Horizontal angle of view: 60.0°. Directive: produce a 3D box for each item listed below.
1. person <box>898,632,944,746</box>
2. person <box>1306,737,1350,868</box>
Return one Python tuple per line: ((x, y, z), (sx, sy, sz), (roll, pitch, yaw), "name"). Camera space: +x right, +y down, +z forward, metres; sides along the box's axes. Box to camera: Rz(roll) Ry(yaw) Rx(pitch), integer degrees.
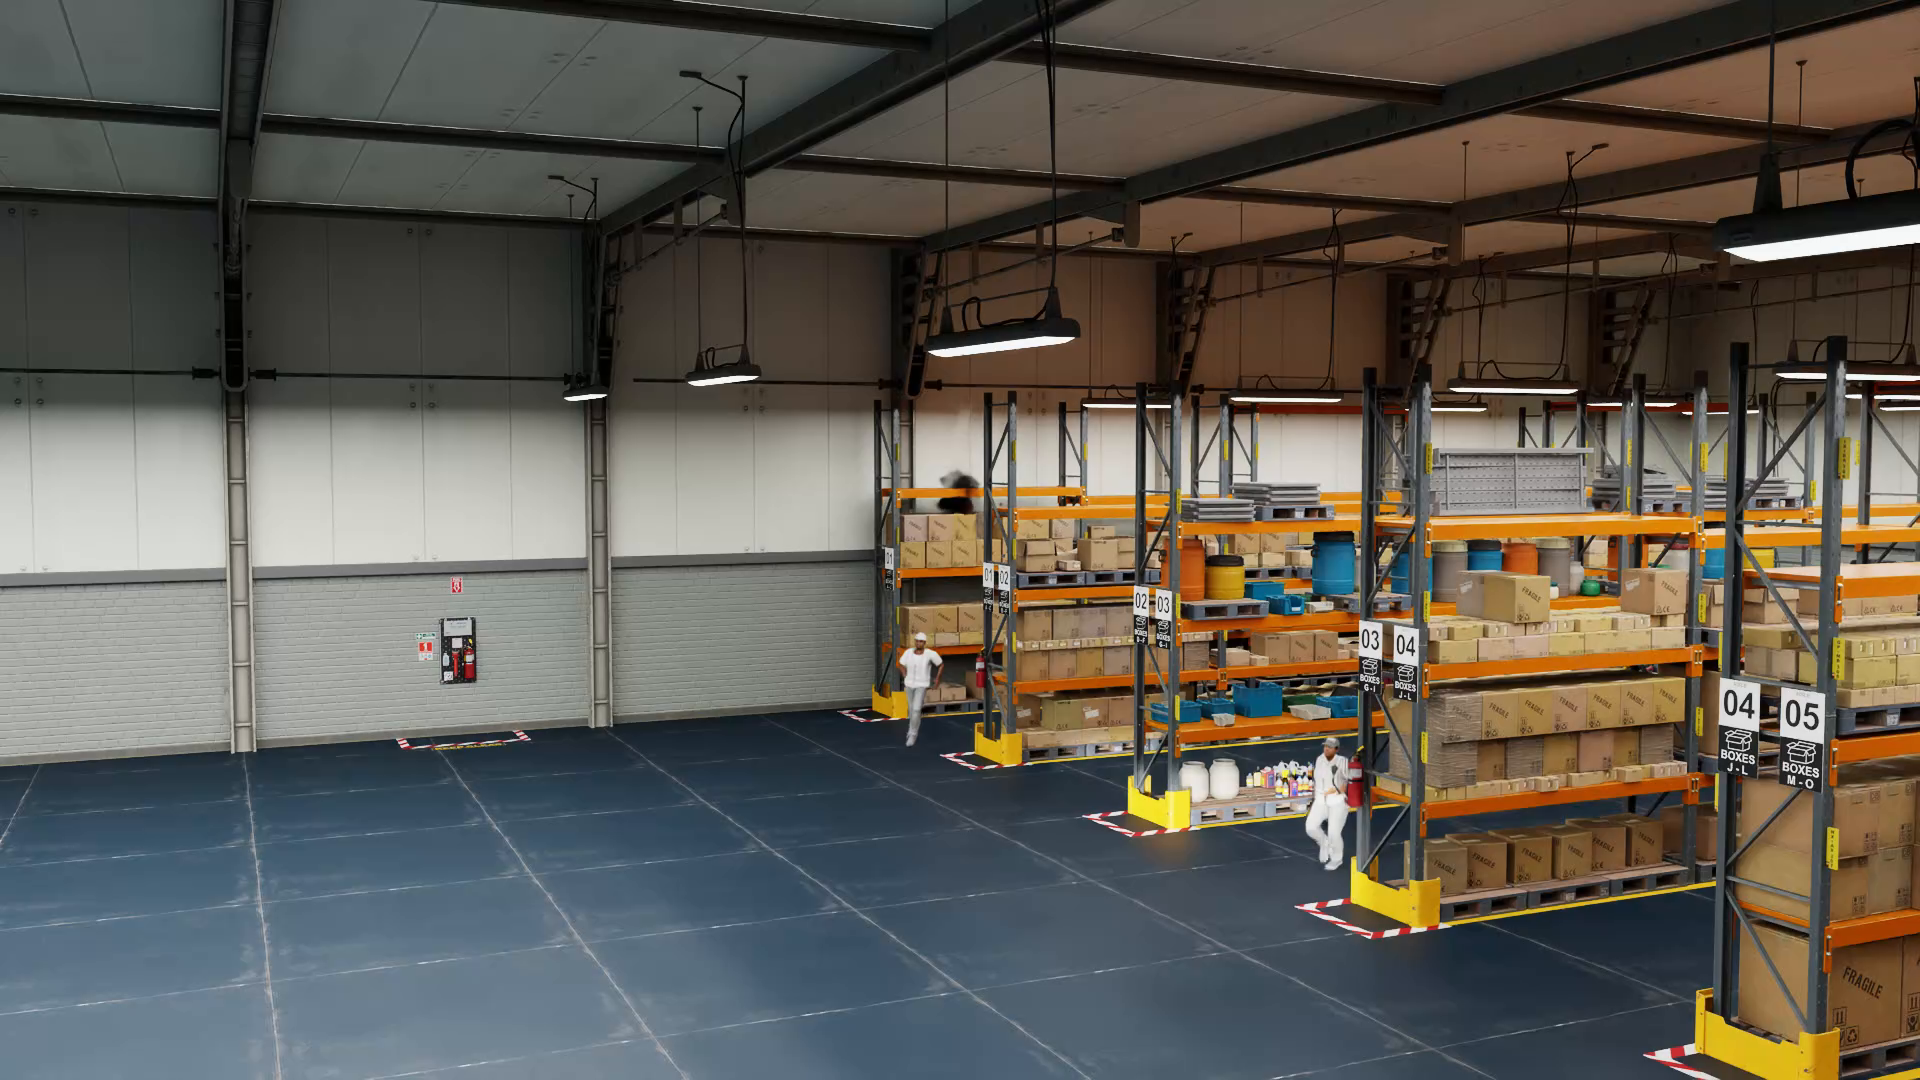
((-0.692, 2.407, 27.146), (0.738, 1.797, 0.817), (1, 4, 21), "person")
((4.476, 3.178, 20.106), (0.604, 1.624, 0.595), (3, 4, 41), "person")
